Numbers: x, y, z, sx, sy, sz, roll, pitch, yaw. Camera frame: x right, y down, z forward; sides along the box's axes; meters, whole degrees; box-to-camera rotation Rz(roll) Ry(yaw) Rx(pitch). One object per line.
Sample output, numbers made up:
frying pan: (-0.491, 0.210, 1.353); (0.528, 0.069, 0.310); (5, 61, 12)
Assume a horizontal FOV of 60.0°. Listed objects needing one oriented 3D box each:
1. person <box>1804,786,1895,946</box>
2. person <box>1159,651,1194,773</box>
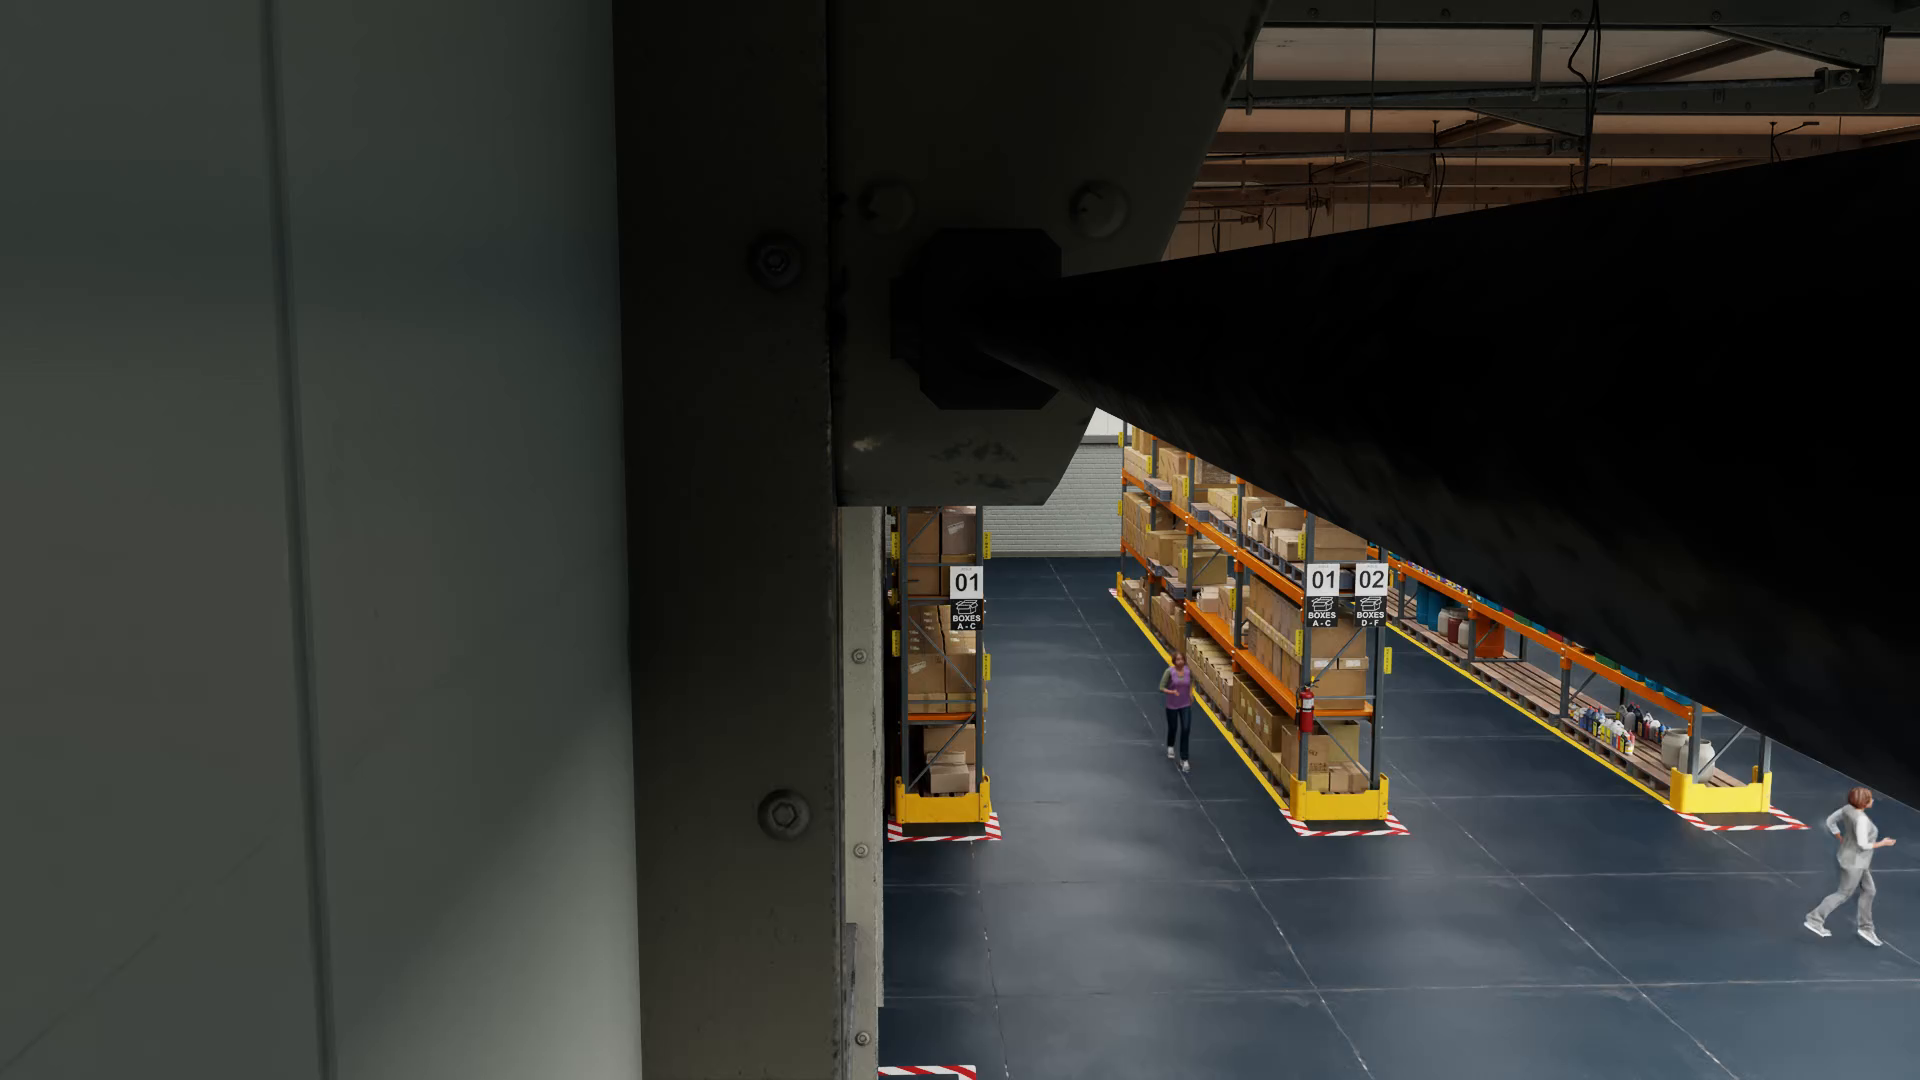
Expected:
person: (8.827, 3.236, 16.491); (0.751, 1.645, 0.522); (3, 8, 18)
person: (2.990, 2.314, 22.916); (0.534, 1.619, 0.812); (0, 8, -2)
